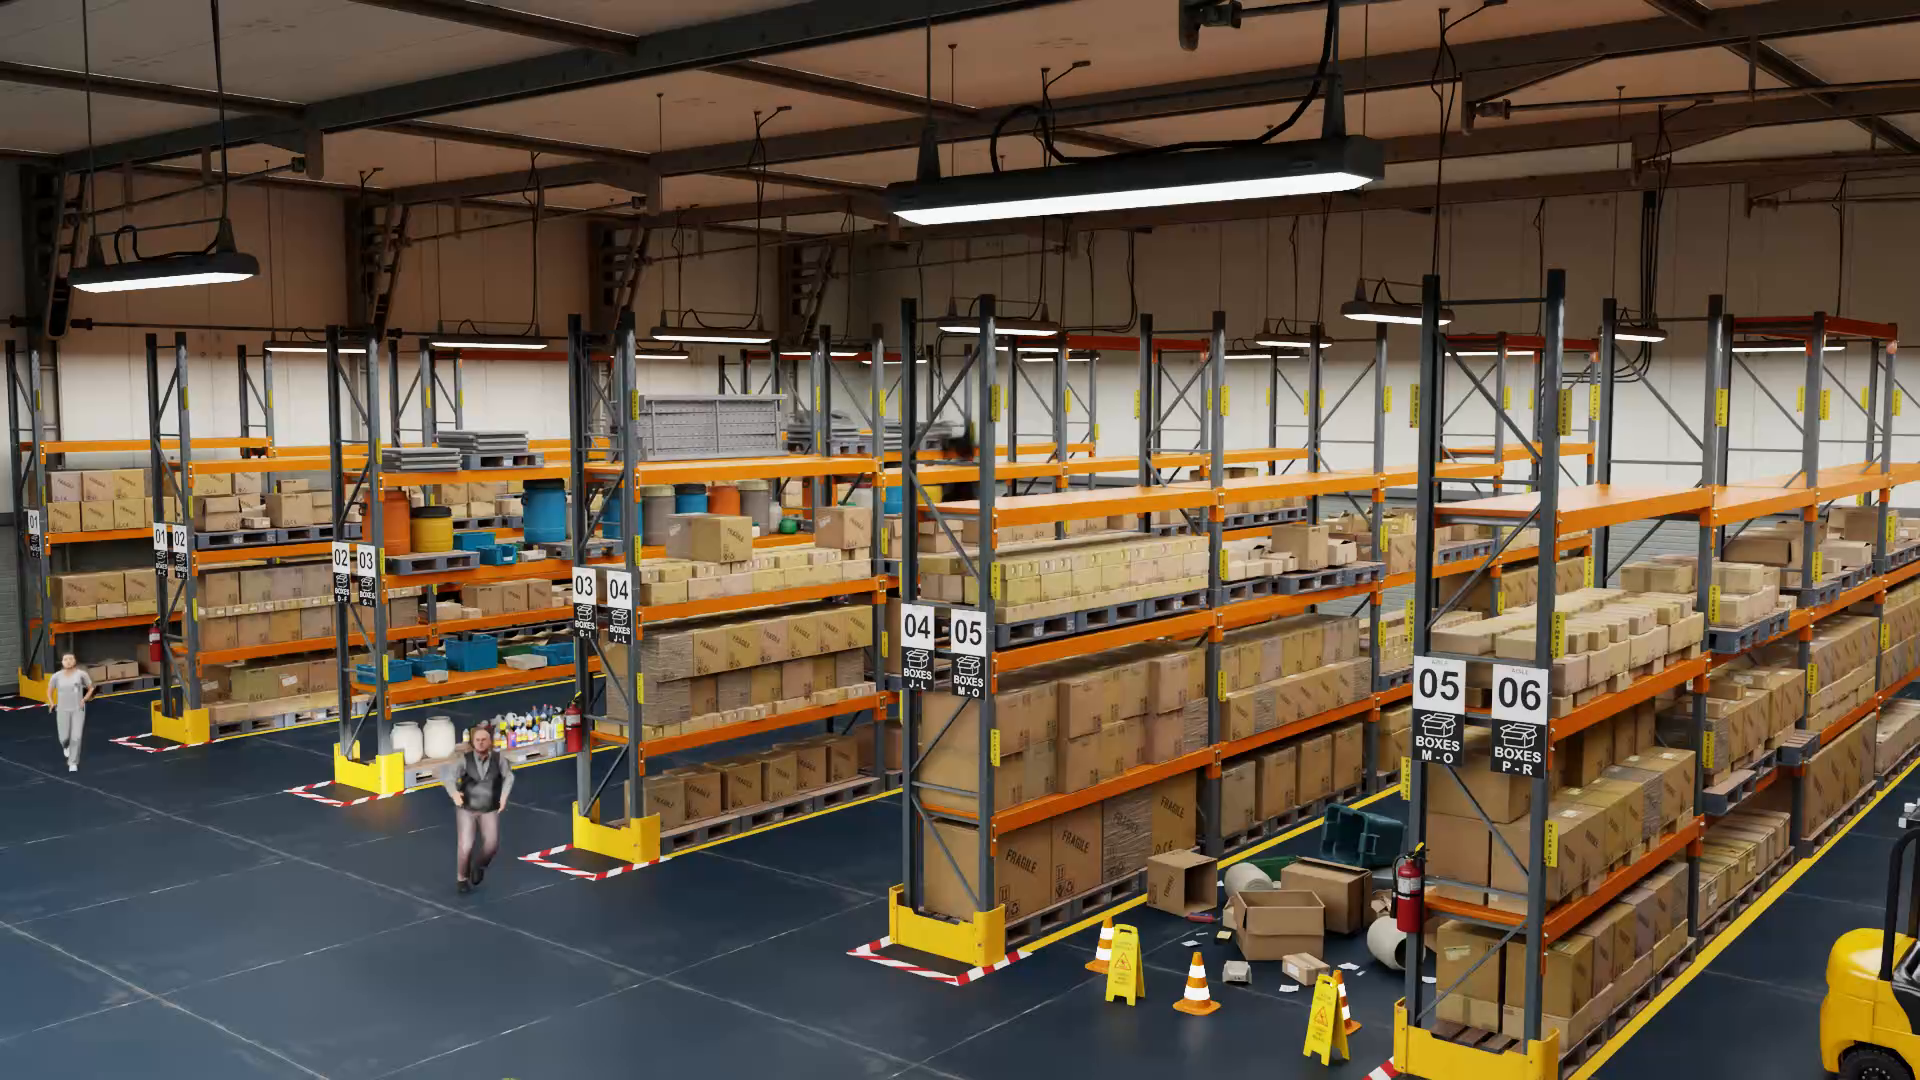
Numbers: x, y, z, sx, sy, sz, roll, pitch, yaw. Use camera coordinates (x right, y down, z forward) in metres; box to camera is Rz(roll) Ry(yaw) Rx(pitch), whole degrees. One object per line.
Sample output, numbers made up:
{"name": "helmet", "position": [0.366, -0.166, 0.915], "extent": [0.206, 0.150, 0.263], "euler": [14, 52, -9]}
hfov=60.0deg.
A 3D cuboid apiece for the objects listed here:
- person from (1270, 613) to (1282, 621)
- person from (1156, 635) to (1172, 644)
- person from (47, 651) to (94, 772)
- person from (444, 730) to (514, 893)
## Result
{"name": "person", "position": [5.049, 1.971, 26.608], "extent": [0.528, 1.641, 0.766], "euler": [3, 6, 30]}
{"name": "person", "position": [2.929, 2.173, 23.920], "extent": [0.557, 1.737, 0.816], "euler": [3, 6, 33]}
{"name": "person", "position": [-12.128, 2.321, 22.690], "extent": [0.575, 1.624, 0.577], "euler": [-2, 6, -26]}
{"name": "person", "position": [-4.931, 2.795, 17.123], "extent": [0.704, 1.674, 0.568], "euler": [-2, 5, -21]}
